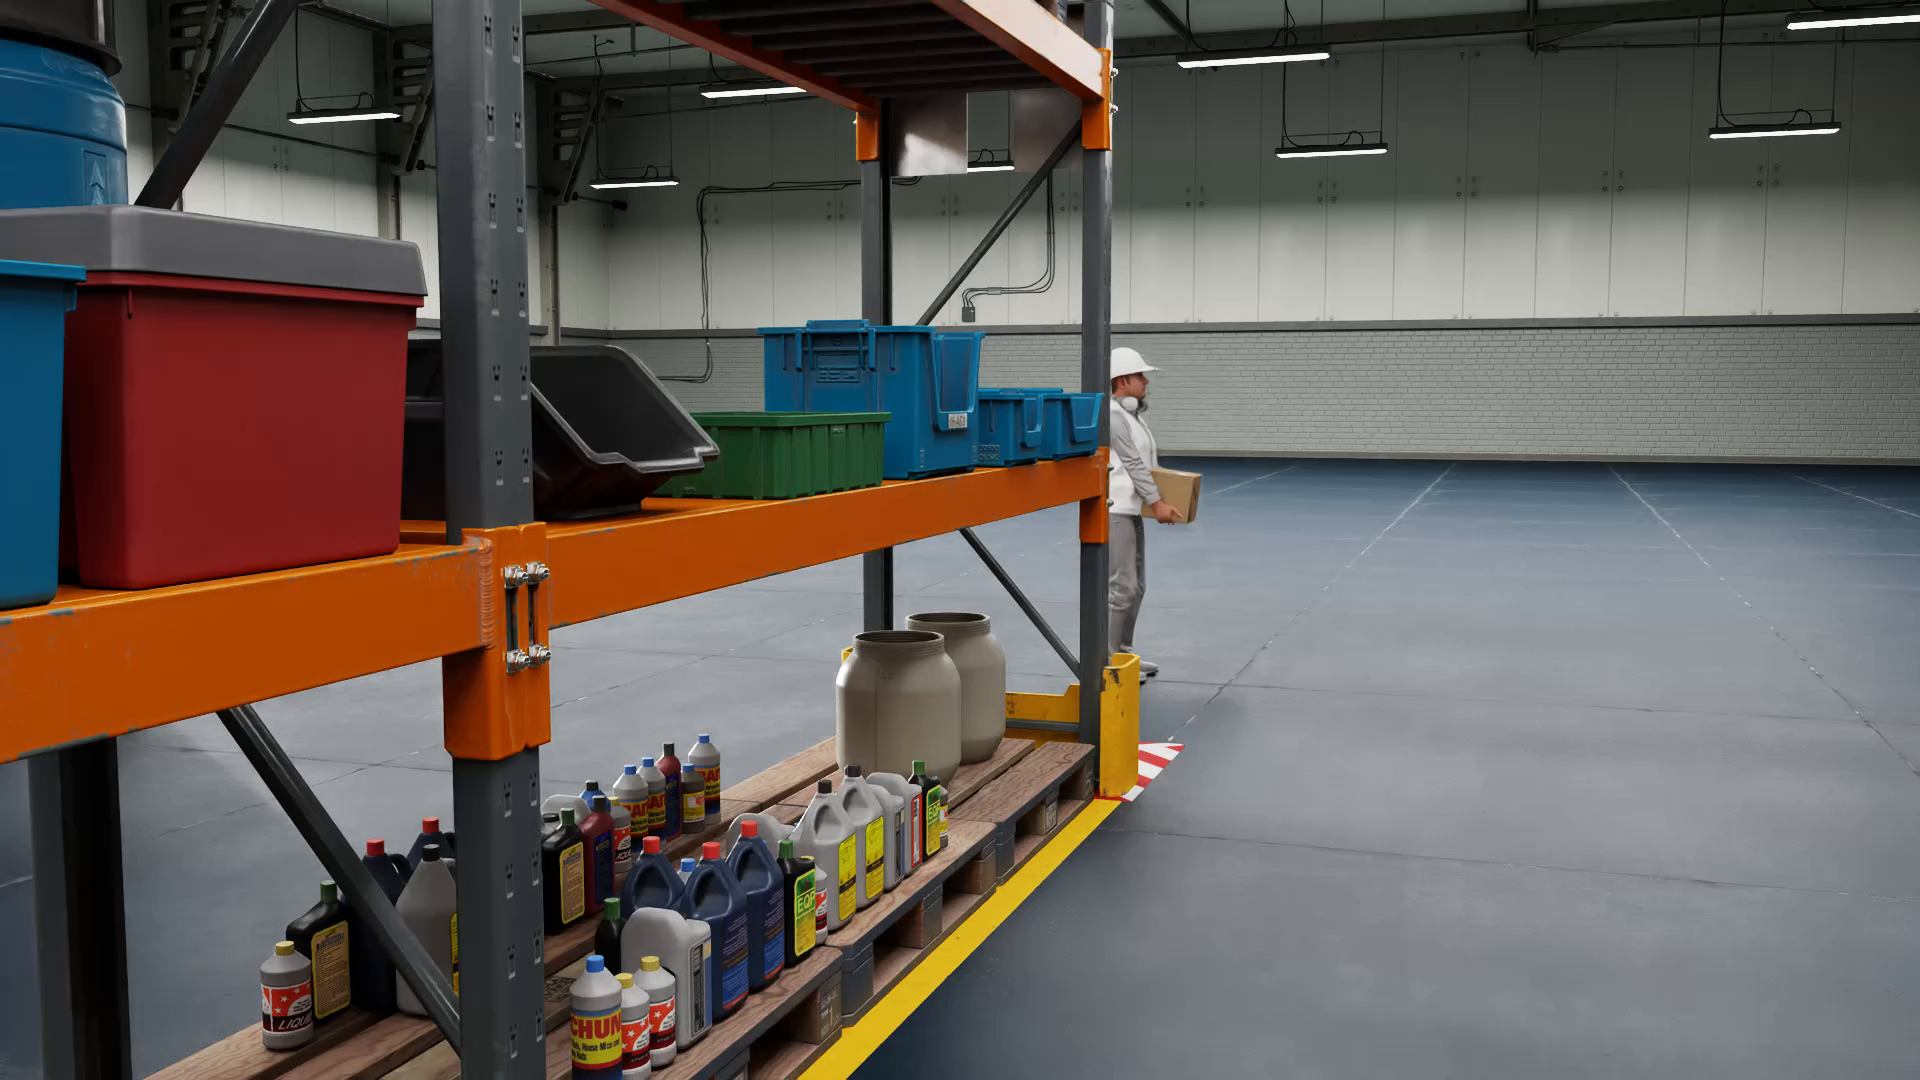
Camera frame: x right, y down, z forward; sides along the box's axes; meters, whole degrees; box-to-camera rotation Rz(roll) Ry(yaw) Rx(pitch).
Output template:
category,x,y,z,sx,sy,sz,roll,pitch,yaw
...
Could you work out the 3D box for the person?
category,x,y,z,sx,sy,sz,roll,pitch,yaw
person,0.944,-0.138,8.905,0.554,1.772,0.495,2,5,18
